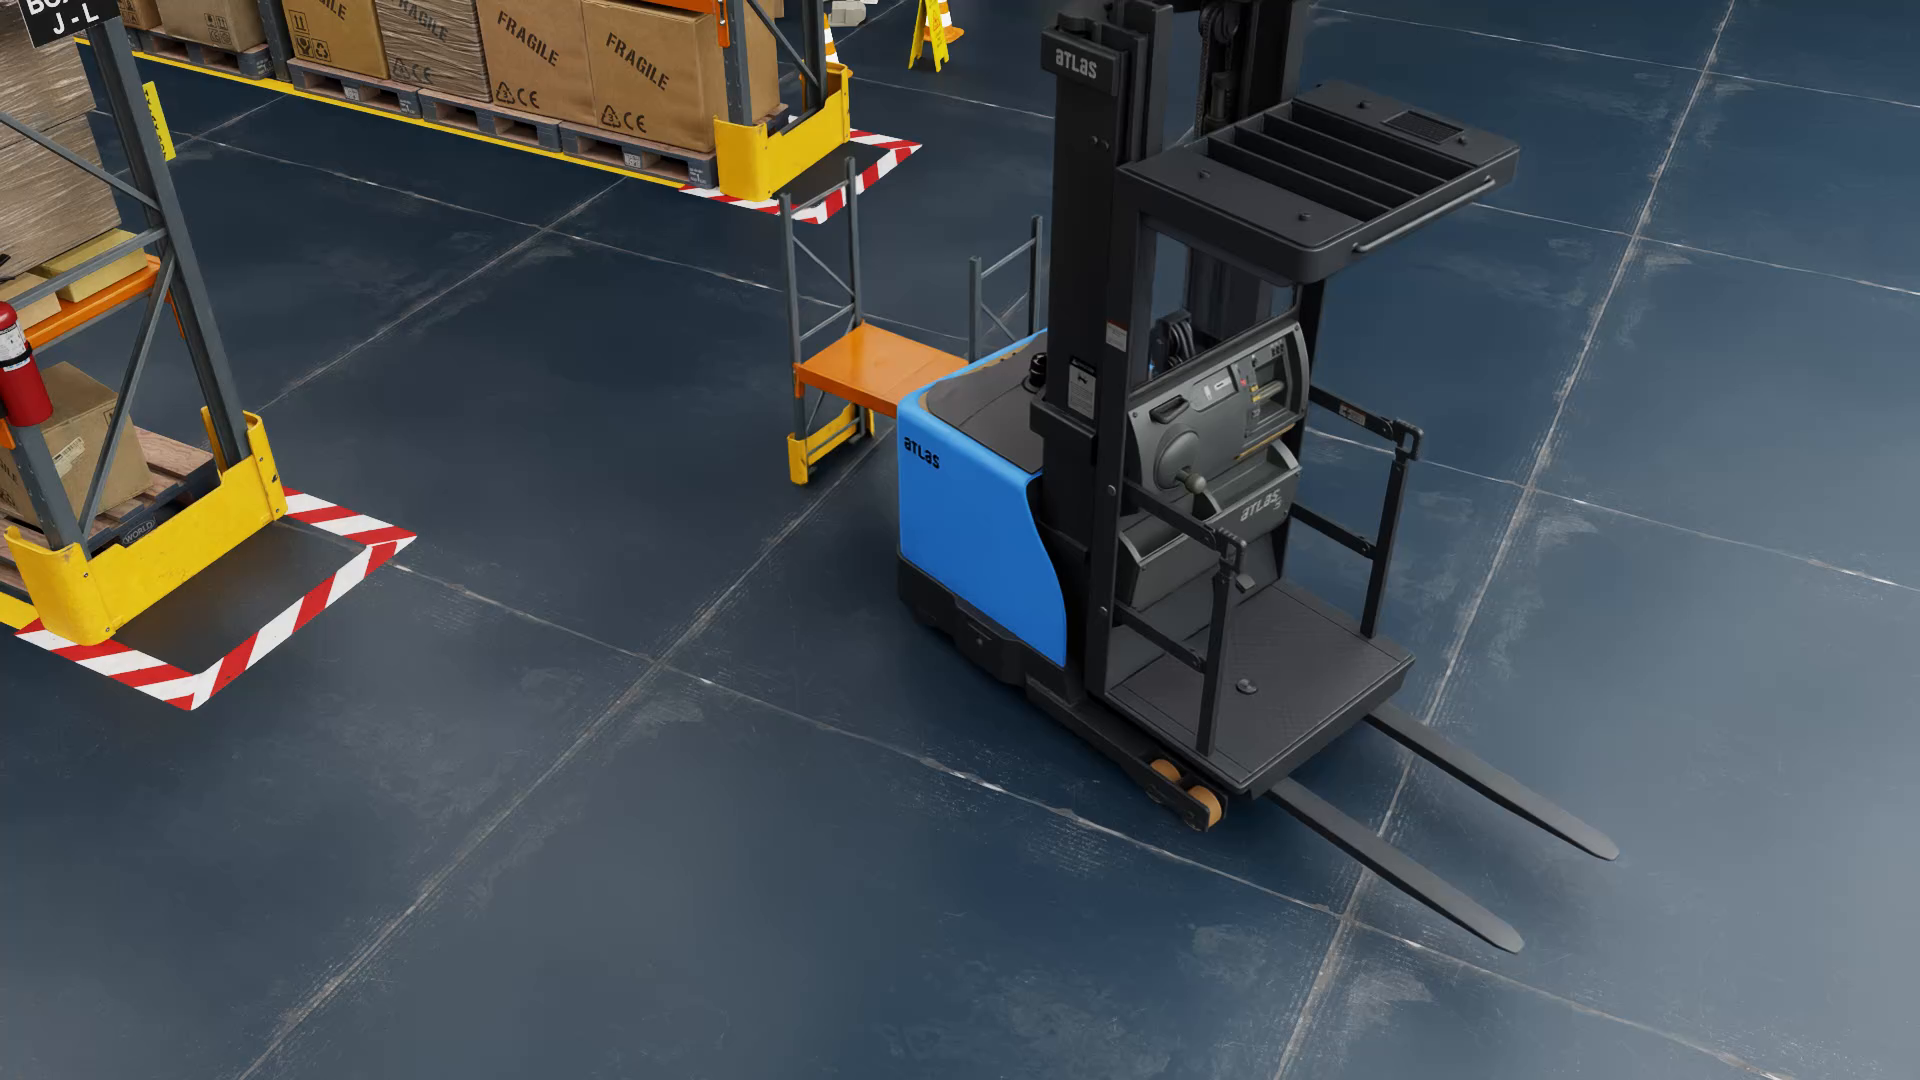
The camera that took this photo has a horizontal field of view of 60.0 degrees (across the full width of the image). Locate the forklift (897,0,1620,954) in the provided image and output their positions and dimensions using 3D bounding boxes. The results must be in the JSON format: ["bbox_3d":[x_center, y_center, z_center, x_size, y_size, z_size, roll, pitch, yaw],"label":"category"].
[{"bbox_3d":[1.088,-0.420,5.879,1.130,2.935,3.031,-29,46,-32],"label":"forklift"}]

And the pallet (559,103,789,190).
[{"bbox_3d":[-1.915,-2.769,11.224,1.213,0.211,1.003,17,41,21],"label":"pallet"}]

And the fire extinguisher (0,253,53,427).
[{"bbox_3d":[-3.650,-0.755,6.328,0.183,0.674,0.296,17,41,21],"label":"fire extinguisher"}]

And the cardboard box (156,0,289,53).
[{"bbox_3d":[-5.314,-4.208,12.325,0.750,0.750,1.050,17,40,21],"label":"cardboard box"}]

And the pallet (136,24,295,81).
[{"bbox_3d":[-5.441,-3.875,12.681,1.213,0.211,1.003,17,41,21],"label":"pallet"}]

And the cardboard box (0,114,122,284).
[{"bbox_3d":[-4.016,-1.391,6.773,0.500,0.500,0.875,17,41,21],"label":"cardboard box"}]

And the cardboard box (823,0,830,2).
[{"bbox_3d":[-1.075,-4.530,13.594,0.380,0.149,0.250,-21,42,-25],"label":"cardboard box"}]

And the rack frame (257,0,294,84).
[{"bbox_3d":[-4.721,-4.812,11.608,0.127,3.000,1.000,17,41,21],"label":"rack frame"}]

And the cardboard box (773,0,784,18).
[{"bbox_3d":[-1.707,-4.520,13.289,0.637,0.503,0.797,-8,38,-10],"label":"cardboard box"}]

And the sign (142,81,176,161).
[{"bbox_3d":[-3.291,-1.701,6.794,0.005,0.325,0.100,17,41,21],"label":"sign"}]

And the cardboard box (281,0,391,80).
[{"bbox_3d":[-4.195,-3.921,11.844,0.875,0.875,0.875,18,41,22],"label":"cardboard box"}]

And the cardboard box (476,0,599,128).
[{"bbox_3d":[-2.584,-3.417,11.181,0.875,0.875,0.875,17,40,21],"label":"cardboard box"}]

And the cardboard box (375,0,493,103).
[{"bbox_3d":[-3.393,-3.672,11.517,0.875,0.875,0.875,18,41,22],"label":"cardboard box"}]

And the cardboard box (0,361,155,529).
[{"bbox_3d":[-4.087,-0.419,7.541,0.500,0.500,0.500,25,44,29],"label":"cardboard box"}]

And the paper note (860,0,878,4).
[{"bbox_3d":[-0.737,-4.397,13.517,0.142,0.019,0.148,4,37,6],"label":"paper note"}]

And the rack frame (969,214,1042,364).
[{"bbox_3d":[0.195,-0.666,7.387,0.032,1.500,0.500,23,43,27],"label":"rack frame"}]

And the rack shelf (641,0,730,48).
[{"bbox_3d":[-2.945,-3.969,11.093,4.000,0.370,1.077,17,41,21],"label":"rack shelf"}]

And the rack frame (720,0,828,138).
[{"bbox_3d":[-1.169,-3.700,10.143,0.127,3.000,1.000,17,41,21],"label":"rack frame"}]

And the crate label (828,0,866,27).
[{"bbox_3d":[-0.893,-4.167,13.126,0.298,0.136,0.250,-2,37,-2],"label":"crate label"}]

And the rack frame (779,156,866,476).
[{"bbox_3d":[-0.634,-1.022,7.856,0.032,1.500,0.500,23,43,27],"label":"rack frame"}]

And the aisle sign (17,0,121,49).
[{"bbox_3d":[-3.347,-2.244,6.076,0.004,0.787,0.394,17,41,21],"label":"aisle sign"}]

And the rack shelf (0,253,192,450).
[{"bbox_3d":[-5.316,-1.335,7.622,4.000,0.370,1.077,17,41,21],"label":"rack shelf"}]

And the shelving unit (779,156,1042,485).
[{"bbox_3d":[-0.227,-0.847,7.626,1.083,1.500,0.587,23,43,27],"label":"shelving unit"}]

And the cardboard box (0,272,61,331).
[{"bbox_3d":[-3.888,-0.933,6.706,0.250,0.149,0.380,17,41,21],"label":"cardboard box"}]

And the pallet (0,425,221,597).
[{"bbox_3d":[-4.313,-0.220,7.866,1.213,0.211,1.003,17,41,21],"label":"pallet"}]

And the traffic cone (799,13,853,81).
[{"bbox_3d":[-0.988,-3.599,12.109,0.334,0.463,0.336,17,41,21],"label":"traffic cone"}]

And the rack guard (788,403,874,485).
[{"bbox_3d":[-0.633,-0.524,8.233,0.087,0.250,0.587,23,43,27],"label":"rack guard"}]

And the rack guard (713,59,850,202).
[{"bbox_3d":[-1.148,-2.698,10.890,0.348,0.500,1.175,17,41,21],"label":"rack guard"}]

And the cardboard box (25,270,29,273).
[{"bbox_3d":[-3.897,-1.252,7.126,0.250,0.149,0.380,17,41,21],"label":"cardboard box"}]

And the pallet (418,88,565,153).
[{"bbox_3d":[-2.995,-3.109,11.672,1.213,0.211,1.003,17,41,21],"label":"pallet"}]

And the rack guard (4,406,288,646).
[{"bbox_3d":[-3.608,-0.090,7.456,0.348,0.500,1.175,17,41,21],"label":"rack guard"}]

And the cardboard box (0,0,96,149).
[{"bbox_3d":[-3.903,-1.921,6.644,0.500,0.500,0.500,17,41,21],"label":"cardboard box"}]

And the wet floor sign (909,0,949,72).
[{"bbox_3d":[-0.233,-3.817,12.245,0.232,0.644,0.267,11,38,14],"label":"wet floor sign"}]

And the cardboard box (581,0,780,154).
[{"bbox_3d":[-1.802,-3.174,10.860,0.875,0.875,0.875,18,41,22],"label":"cardboard box"}]

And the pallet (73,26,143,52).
[{"bbox_3d":[-6.529,-4.214,13.127,1.213,0.211,1.003,17,41,21],"label":"pallet"}]

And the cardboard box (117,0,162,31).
[{"bbox_3d":[-6.169,-4.478,12.681,0.750,0.750,1.050,17,41,21],"label":"cardboard box"}]

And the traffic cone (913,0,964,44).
[{"bbox_3d":[-0.166,-4.112,12.784,0.334,0.463,0.336,17,41,21],"label":"traffic cone"}]

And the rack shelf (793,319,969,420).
[{"bbox_3d":[-0.220,-0.701,7.730,1.000,0.185,0.538,23,43,27],"label":"rack shelf"}]

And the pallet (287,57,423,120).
[{"bbox_3d":[-4.082,-3.448,12.118,1.213,0.211,1.003,17,41,21],"label":"pallet"}]

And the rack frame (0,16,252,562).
[{"bbox_3d":[-3.540,-1.065,6.672,0.127,3.000,1.000,17,41,21],"label":"rack frame"}]

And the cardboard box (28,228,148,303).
[{"bbox_3d":[-3.684,-1.172,7.021,0.250,0.149,0.380,17,41,21],"label":"cardboard box"}]
